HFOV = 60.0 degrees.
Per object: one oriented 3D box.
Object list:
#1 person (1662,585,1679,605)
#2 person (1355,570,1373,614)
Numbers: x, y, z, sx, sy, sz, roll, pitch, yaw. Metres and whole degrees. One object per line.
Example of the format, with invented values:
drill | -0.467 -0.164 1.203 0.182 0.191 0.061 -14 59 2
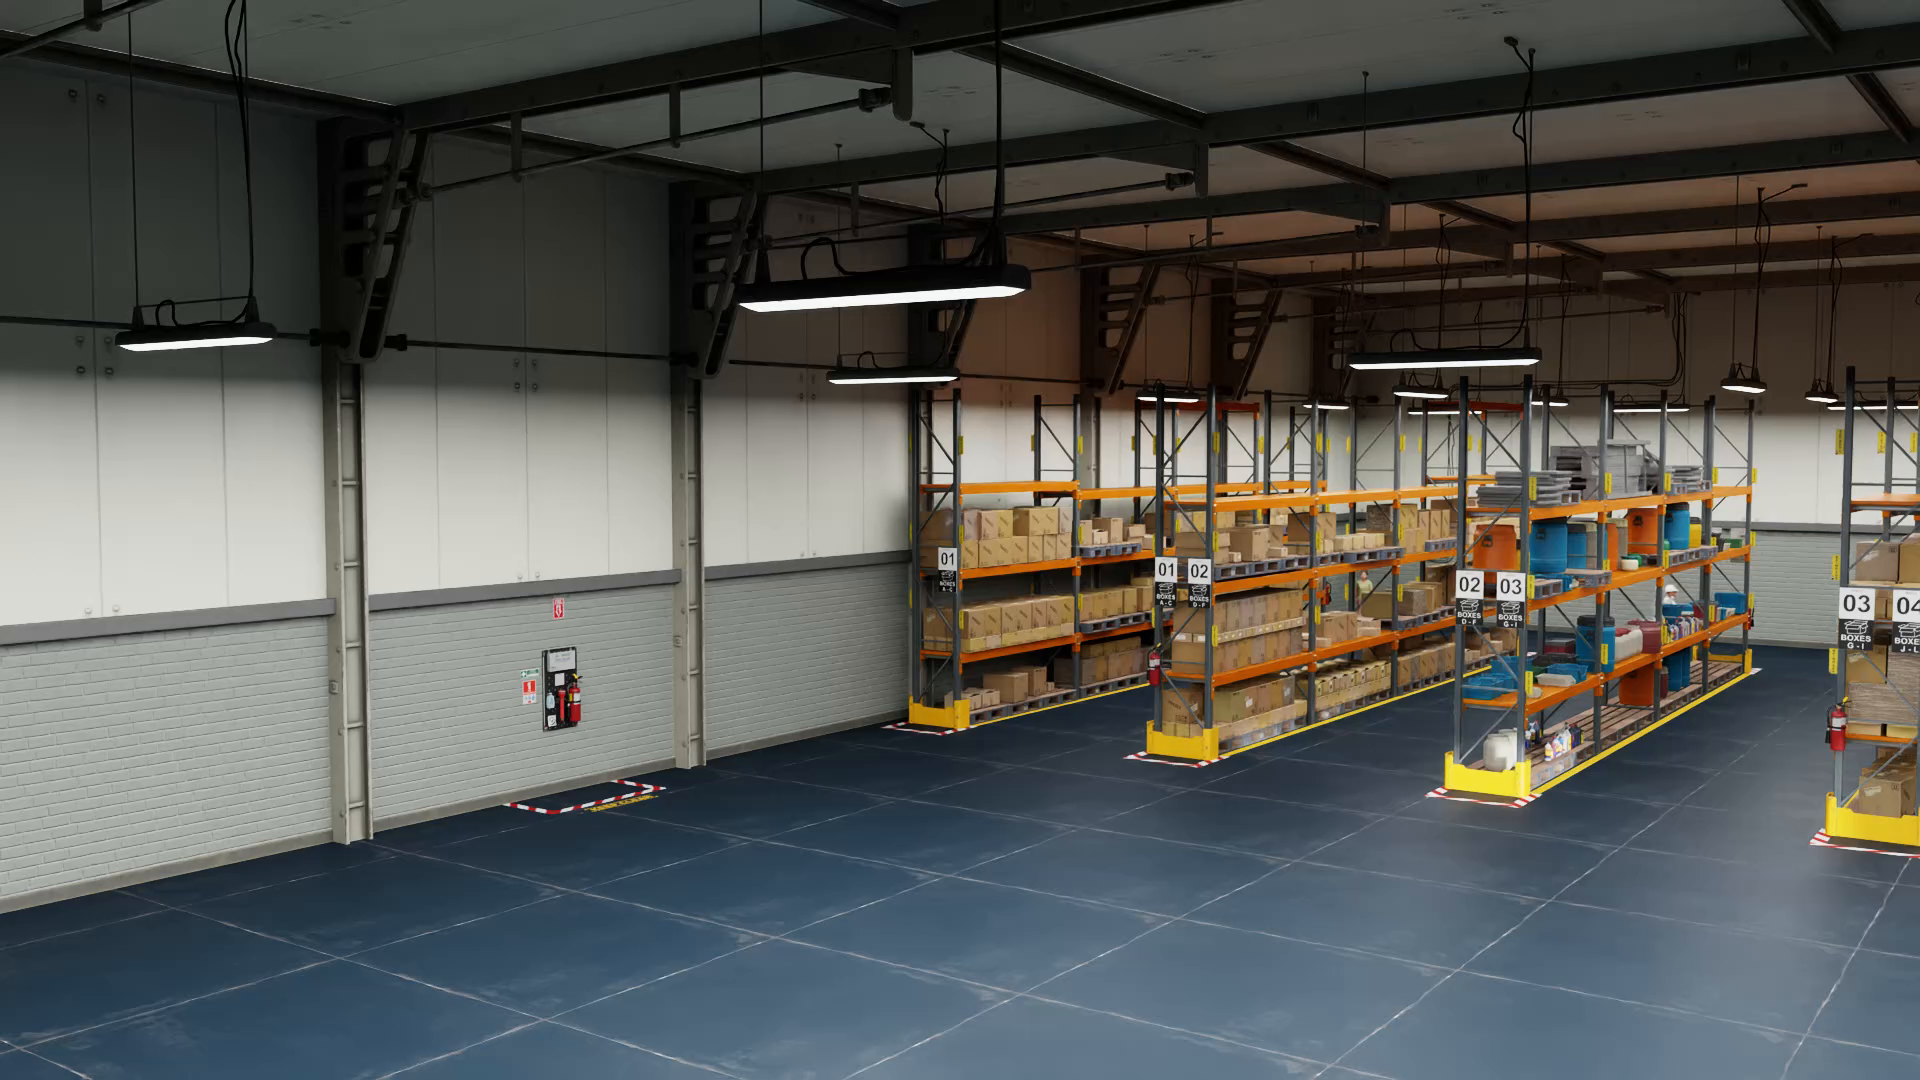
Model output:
person | 16.416 1.918 38.471 0.717 1.768 0.586 2 4 36
person | 10.884 1.623 44.739 0.464 1.615 1.060 1 3 9
